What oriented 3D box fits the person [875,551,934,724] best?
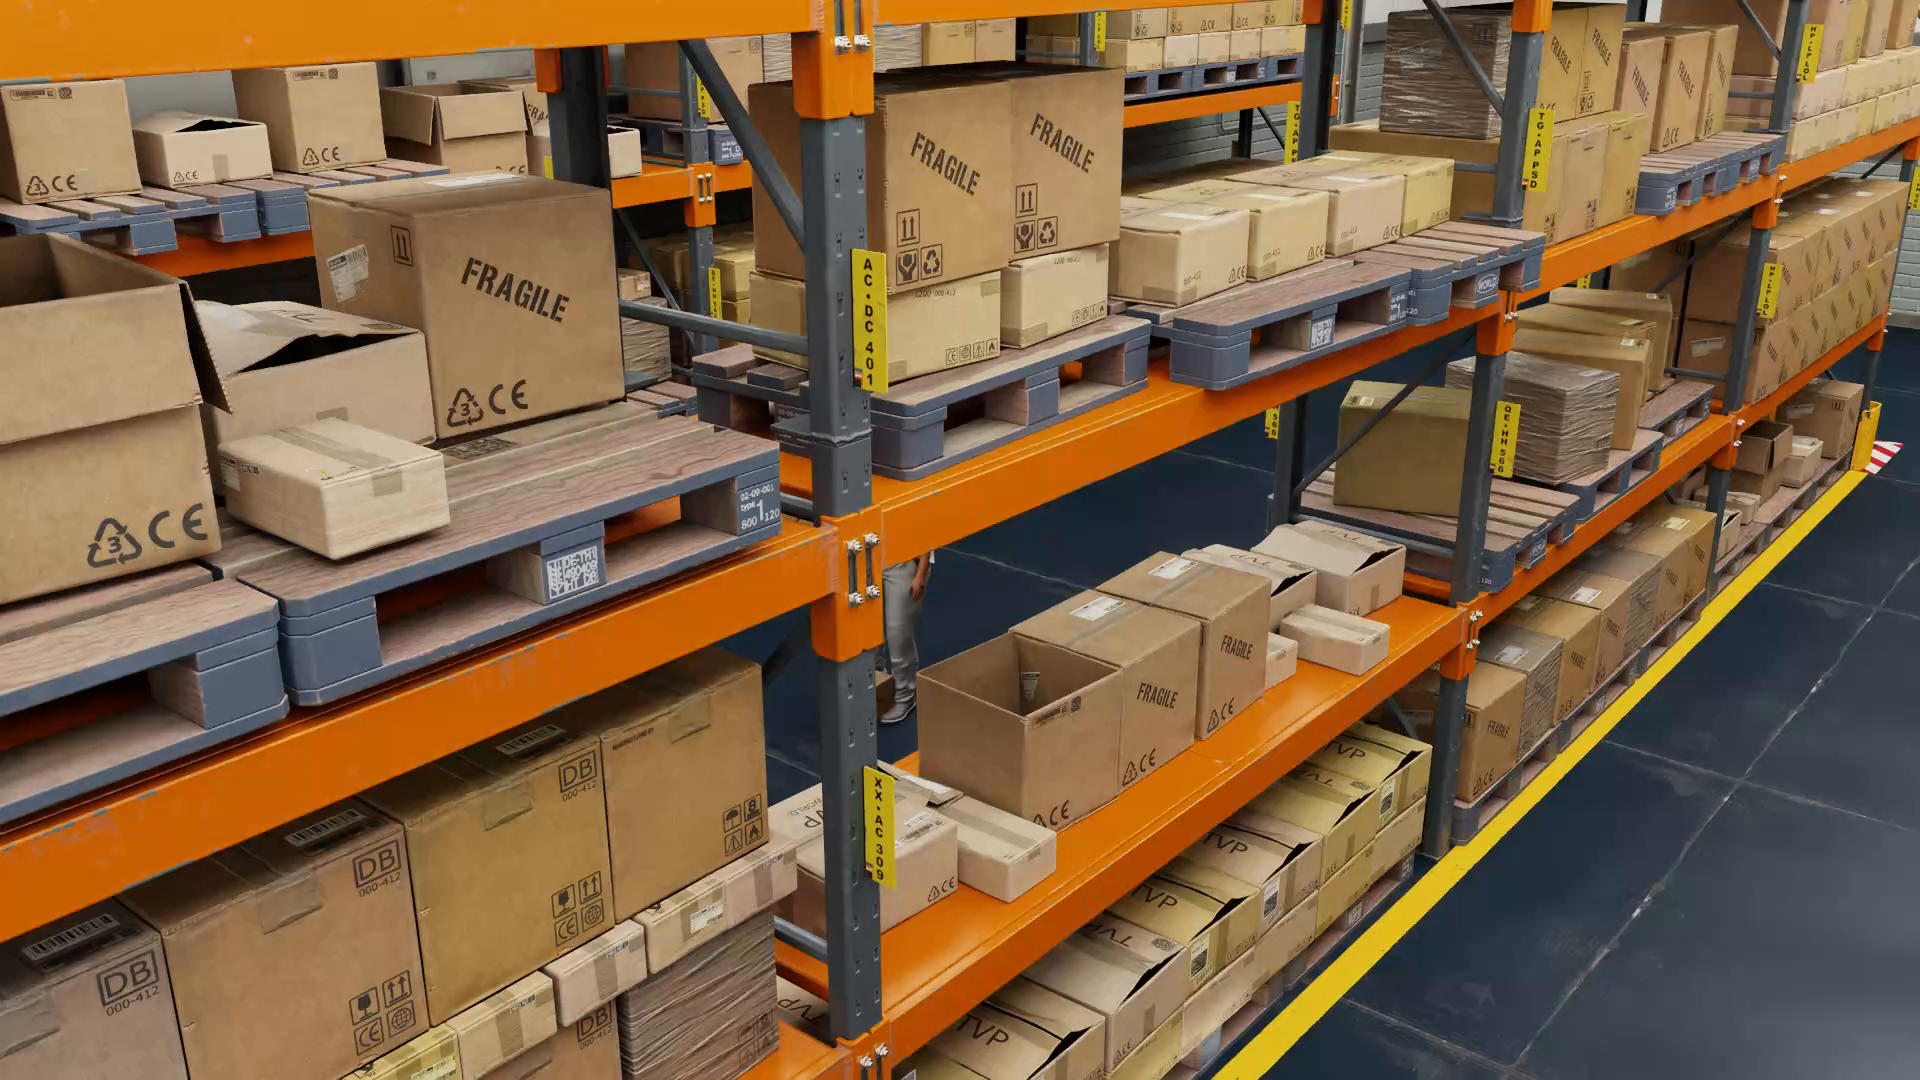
[{"bbox_3d":[-0.401,0.156,9.147,0.543,1.665,0.466,15,25,34],"label":"person"}]
